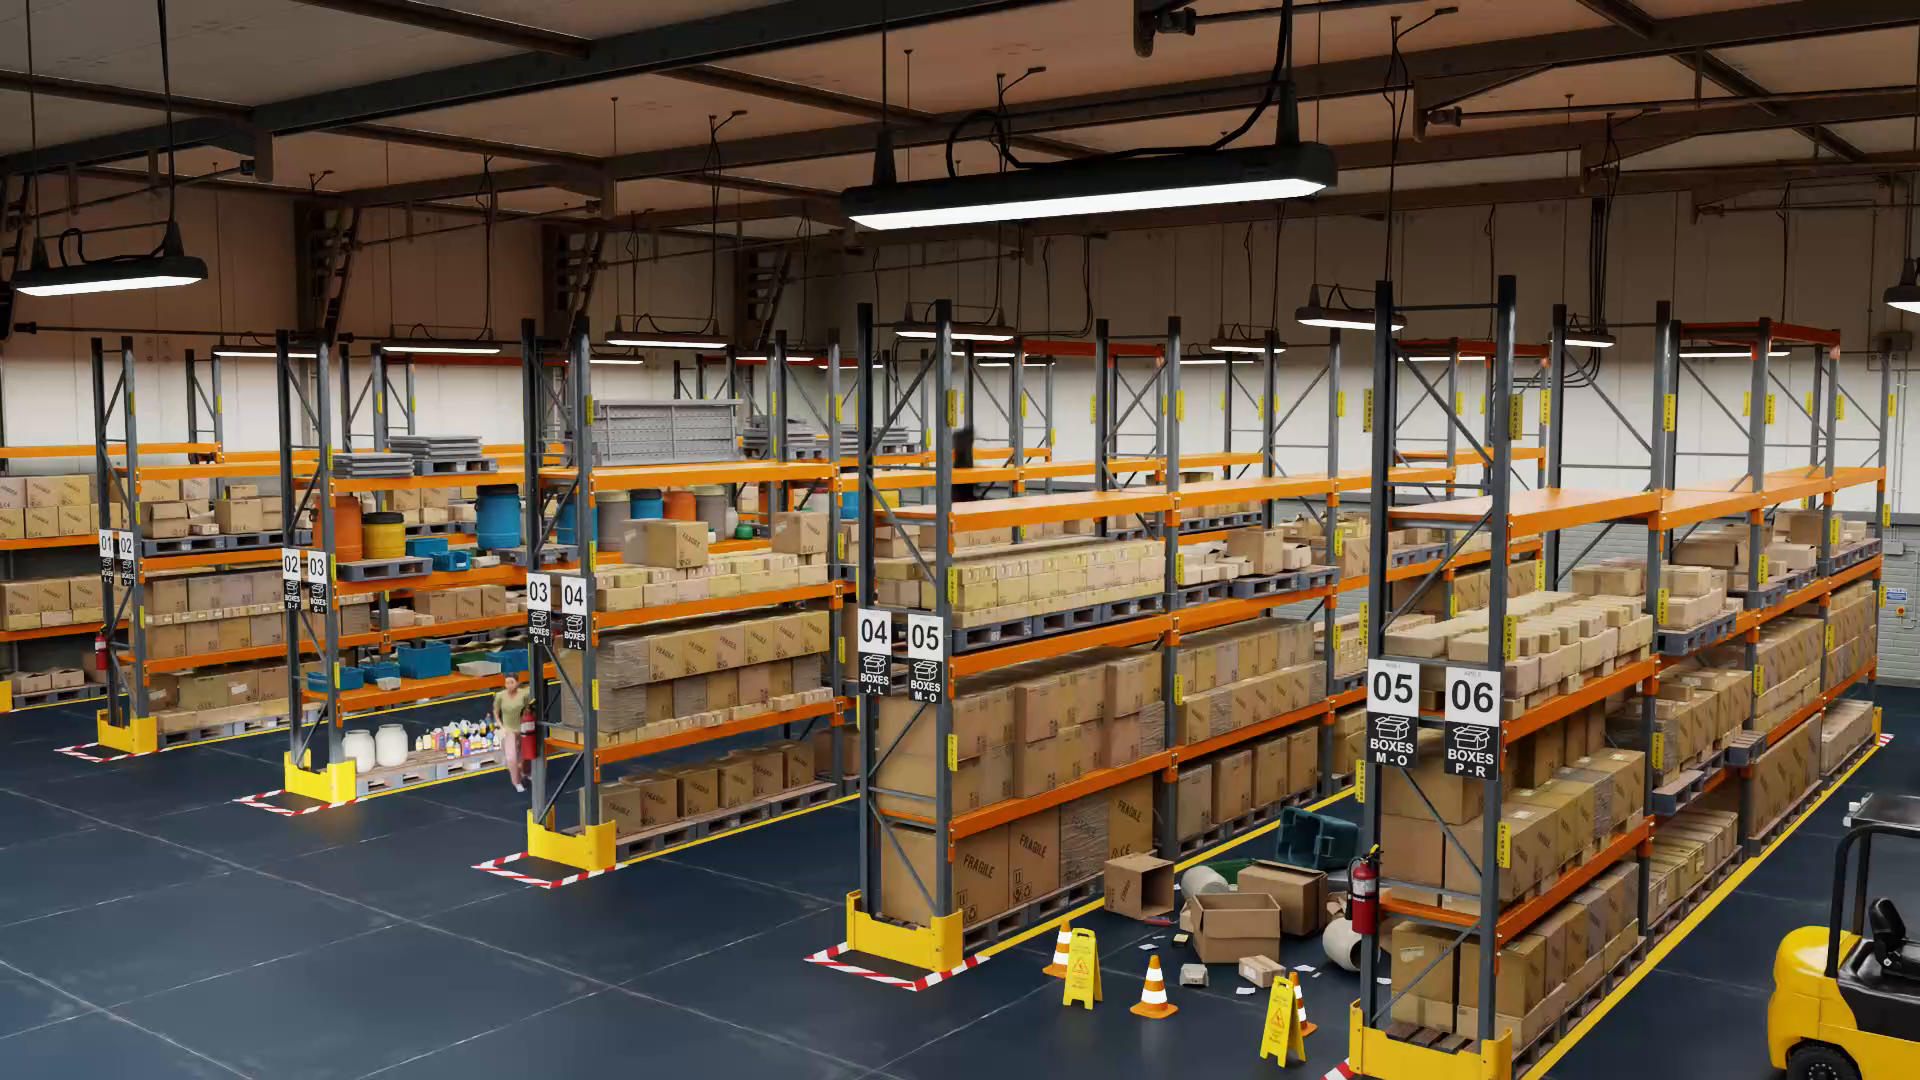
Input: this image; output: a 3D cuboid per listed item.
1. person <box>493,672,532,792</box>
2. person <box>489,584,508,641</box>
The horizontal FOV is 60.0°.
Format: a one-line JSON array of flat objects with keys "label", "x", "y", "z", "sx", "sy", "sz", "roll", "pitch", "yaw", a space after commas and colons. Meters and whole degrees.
[{"label": "person", "x": -5.818, "y": 2.483, "z": 21.783, "sx": 0.573, "sy": 1.604, "sz": 0.738, "roll": -2, "pitch": 5, "yaw": -18}, {"label": "person", "x": -8.710, "y": 1.623, "z": 31.470, "sx": 0.609, "sy": 1.641, "sz": 0.717, "roll": 3, "pitch": 6, "yaw": 31}]
